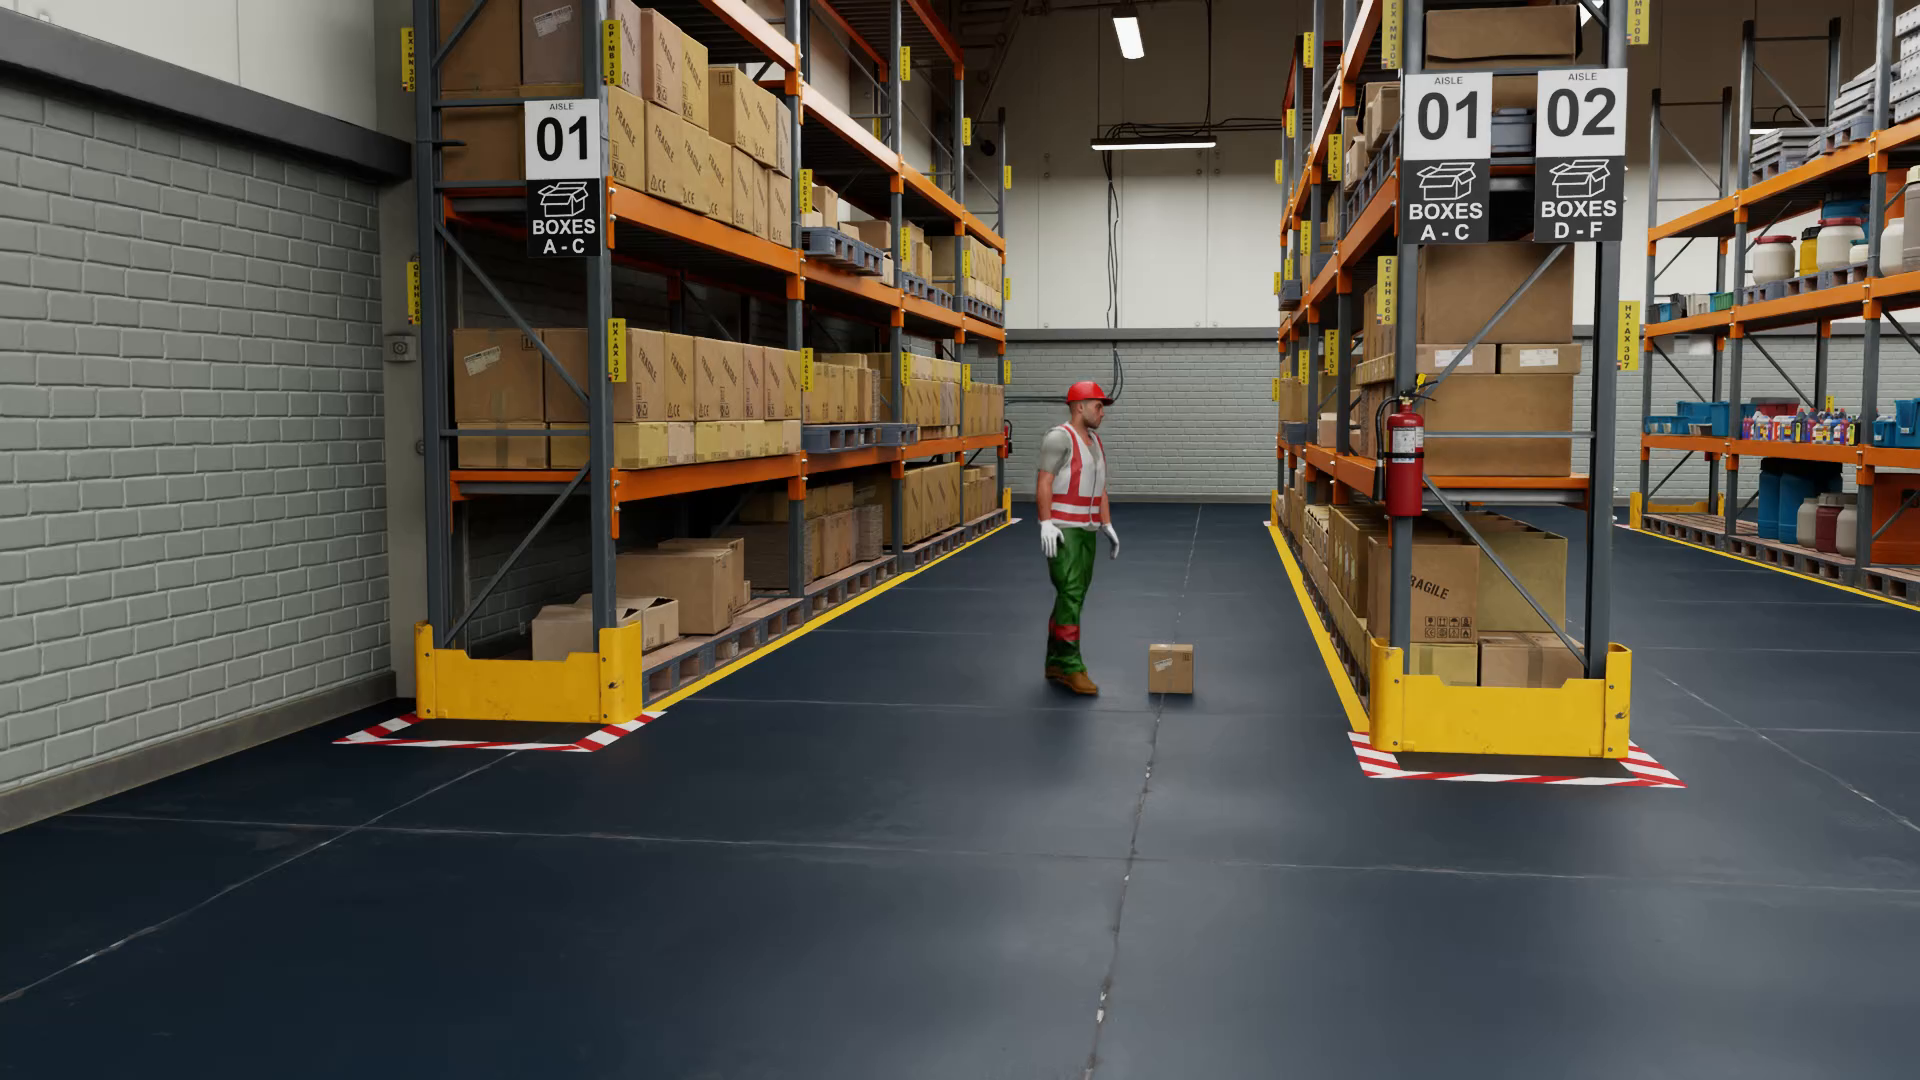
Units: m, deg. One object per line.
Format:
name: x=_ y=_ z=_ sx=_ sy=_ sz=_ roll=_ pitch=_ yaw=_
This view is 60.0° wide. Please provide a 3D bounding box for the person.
person: x=0.712 y=-0.039 z=9.753 sx=0.571 sy=1.783 sz=0.601 roll=3 pitch=6 yaw=38
